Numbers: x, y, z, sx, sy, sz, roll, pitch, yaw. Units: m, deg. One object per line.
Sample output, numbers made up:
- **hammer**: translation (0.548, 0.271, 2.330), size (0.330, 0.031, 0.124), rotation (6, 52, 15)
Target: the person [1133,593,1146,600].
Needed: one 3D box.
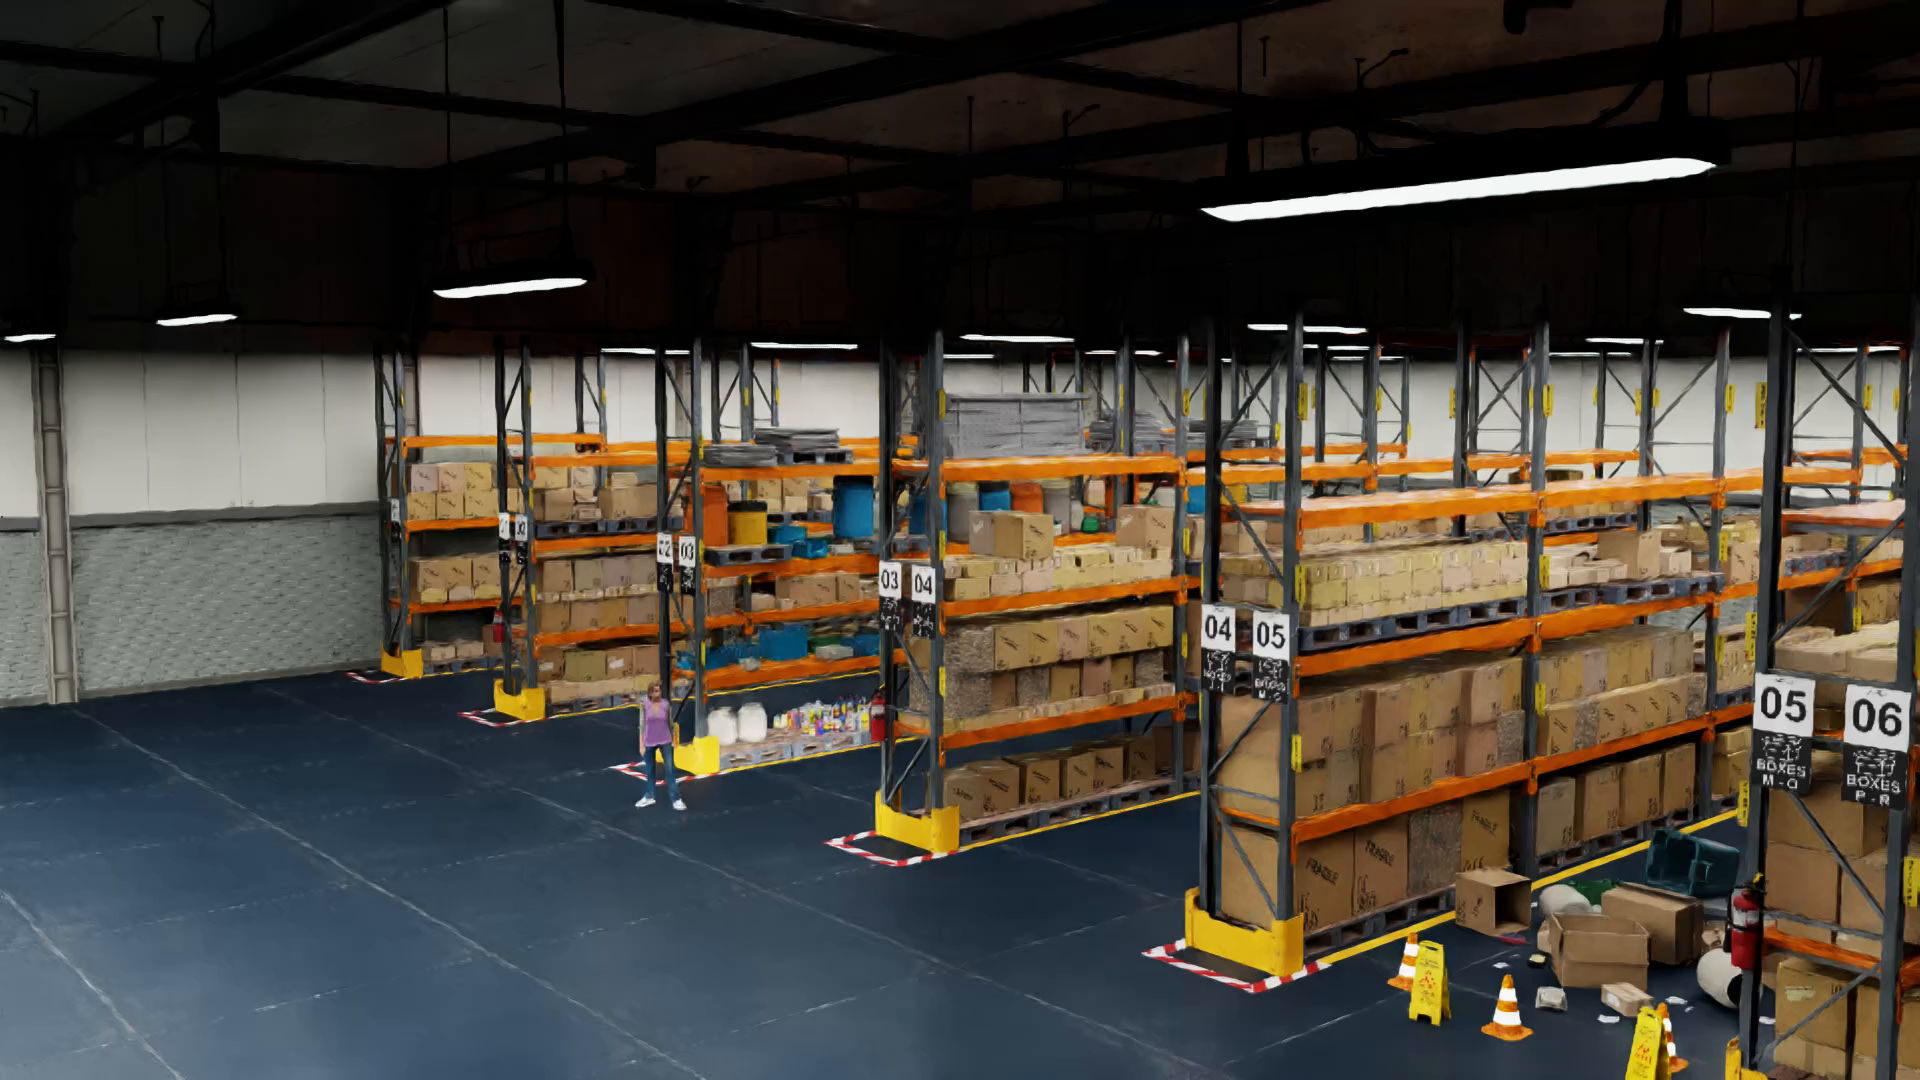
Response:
- **person**: translation (3.624, 1.228, 33.704), size (1.112, 1.700, 0.571), rotation (-5, 7, -43)

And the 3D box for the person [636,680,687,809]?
- **person**: translation (-3.681, 2.502, 20.418), size (0.618, 1.592, 0.494), rotation (-1, 5, -11)

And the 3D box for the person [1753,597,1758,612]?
- **person**: translation (14.437, 1.601, 29.633), size (0.733, 1.709, 0.567), rotation (0, 5, -2)
